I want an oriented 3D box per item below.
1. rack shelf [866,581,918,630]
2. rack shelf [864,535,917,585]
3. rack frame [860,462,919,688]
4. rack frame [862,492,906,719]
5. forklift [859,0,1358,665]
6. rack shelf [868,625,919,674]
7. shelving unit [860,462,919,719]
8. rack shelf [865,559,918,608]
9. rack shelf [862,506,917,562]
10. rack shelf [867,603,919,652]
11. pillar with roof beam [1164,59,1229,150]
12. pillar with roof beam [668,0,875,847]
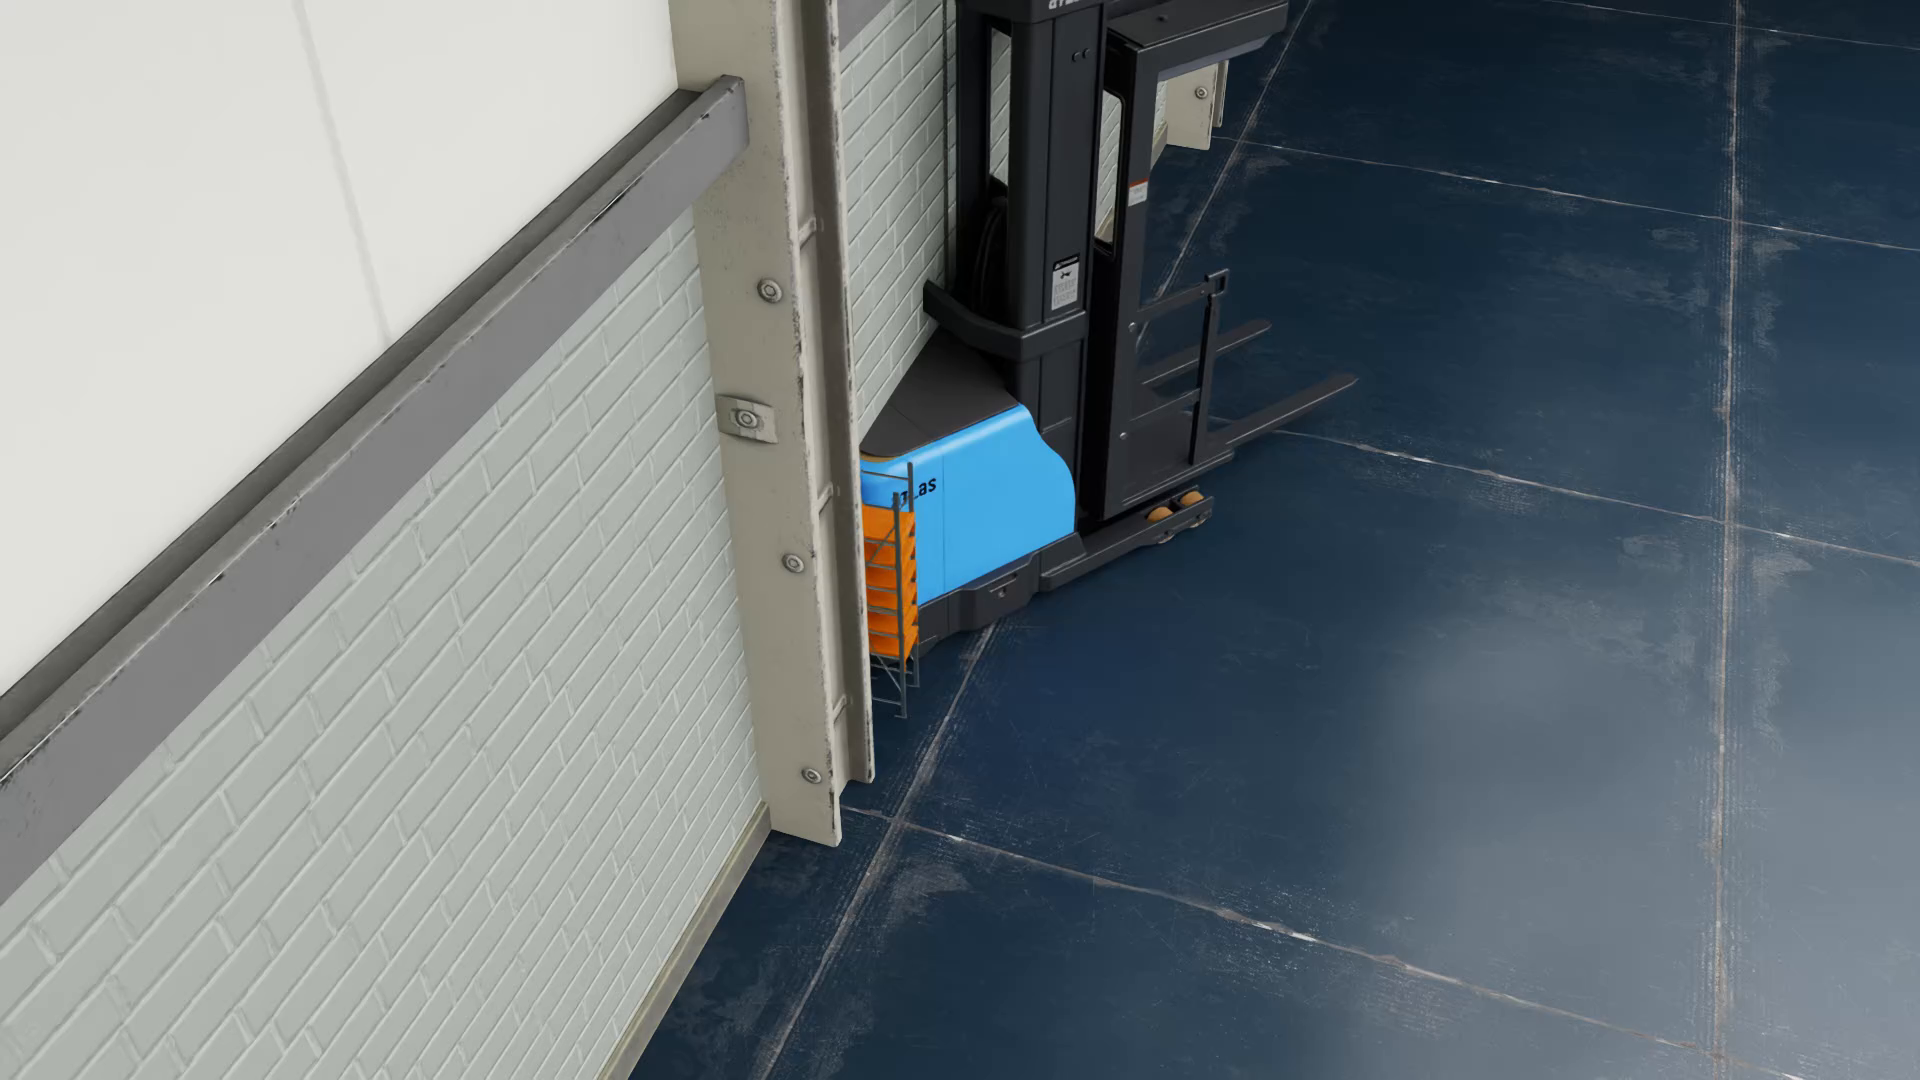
[{"bbox_3d":[-0.314,0.238,6.568,0.258,0.103,0.180,10,42,12],"label":"rack shelf"},{"bbox_3d":[-0.314,0.056,6.410,0.258,0.103,0.180,10,42,12],"label":"rack shelf"},{"bbox_3d":[-0.290,0.146,6.605,0.240,1.200,0.006,10,42,12],"label":"rack frame"},{"bbox_3d":[-0.338,0.262,6.472,0.240,1.200,0.006,10,42,12],"label":"rack frame"},{"bbox_3d":[0.566,-1.356,7.034,3.031,2.935,1.130,-25,46,-26],"label":"forklift"},{"bbox_3d":[-0.313,0.419,6.725,0.258,0.103,0.180,10,42,12],"label":"rack shelf"},{"bbox_3d":[-0.314,0.204,6.539,0.258,1.200,0.189,10,42,12],"label":"shelving unit"},{"bbox_3d":[-0.314,0.147,6.489,0.258,0.103,0.180,10,42,12],"label":"rack shelf"},{"bbox_3d":[-0.314,-0.034,6.332,0.258,0.103,0.180,10,42,12],"label":"rack shelf"},{"bbox_3d":[-0.313,0.329,6.646,0.258,0.103,0.180,10,42,12],"label":"rack shelf"},{"bbox_3d":[5.550,-5.111,6.761,9.100,9.000,0.400,13,42,15],"label":"pillar with roof beam"},{"bbox_3d":[3.498,-1.452,2.472,9.100,9.000,0.400,13,42,15],"label":"pillar with roof beam"}]
